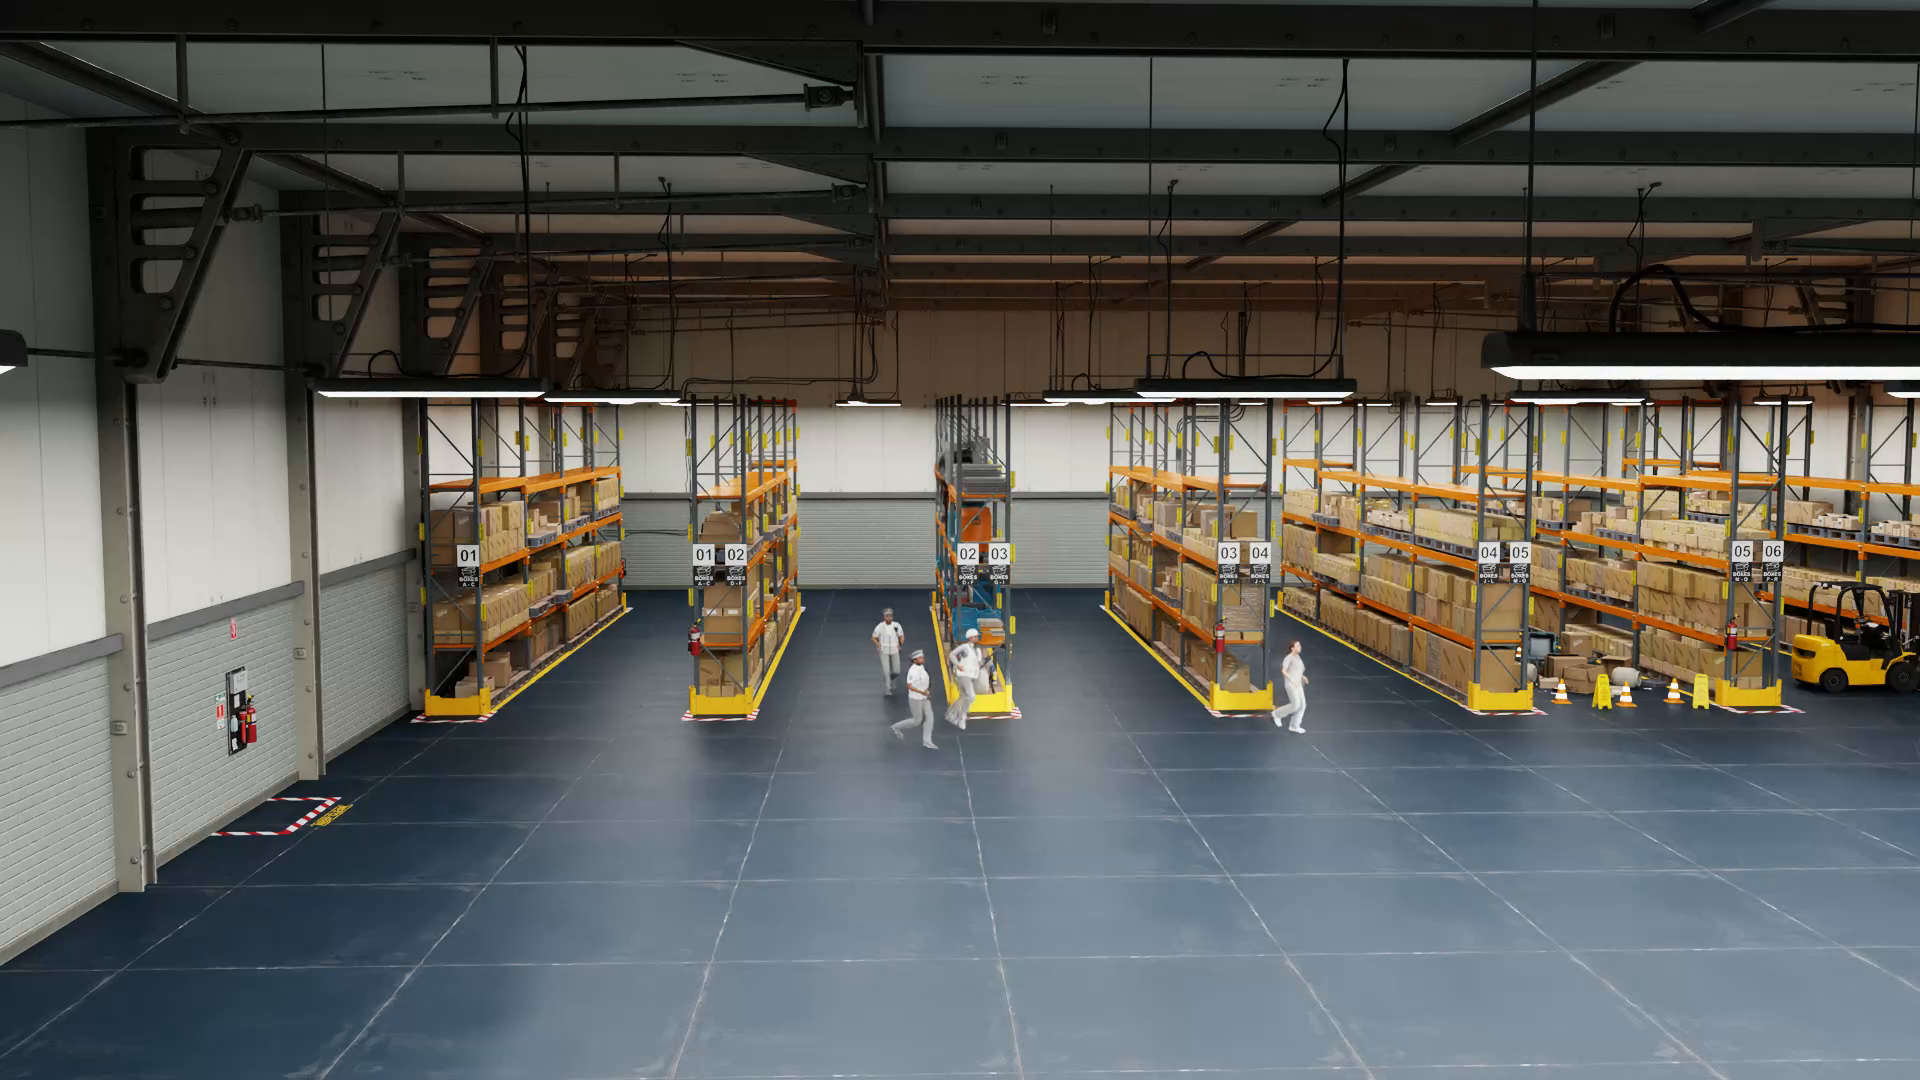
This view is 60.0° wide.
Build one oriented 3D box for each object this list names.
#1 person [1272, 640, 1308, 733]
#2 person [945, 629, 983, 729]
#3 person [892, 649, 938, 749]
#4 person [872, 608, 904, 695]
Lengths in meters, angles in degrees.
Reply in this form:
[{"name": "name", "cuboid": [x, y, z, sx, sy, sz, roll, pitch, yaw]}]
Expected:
[{"name": "person", "cuboid": [5.889, 2.582, 29.593, 0.615, 1.646, 0.586, 4, 6, 38]}, {"name": "person", "cuboid": [0.093, 2.502, 30.114, 0.672, 1.800, 0.711, 3, 5, 35]}, {"name": "person", "cuboid": [-0.738, 2.684, 28.173, 0.827, 1.696, 0.588, 2, 5, 24]}, {"name": "person", "cuboid": [-1.432, 2.229, 33.364, 0.661, 1.731, 0.628, -1, 5, -11]}]
